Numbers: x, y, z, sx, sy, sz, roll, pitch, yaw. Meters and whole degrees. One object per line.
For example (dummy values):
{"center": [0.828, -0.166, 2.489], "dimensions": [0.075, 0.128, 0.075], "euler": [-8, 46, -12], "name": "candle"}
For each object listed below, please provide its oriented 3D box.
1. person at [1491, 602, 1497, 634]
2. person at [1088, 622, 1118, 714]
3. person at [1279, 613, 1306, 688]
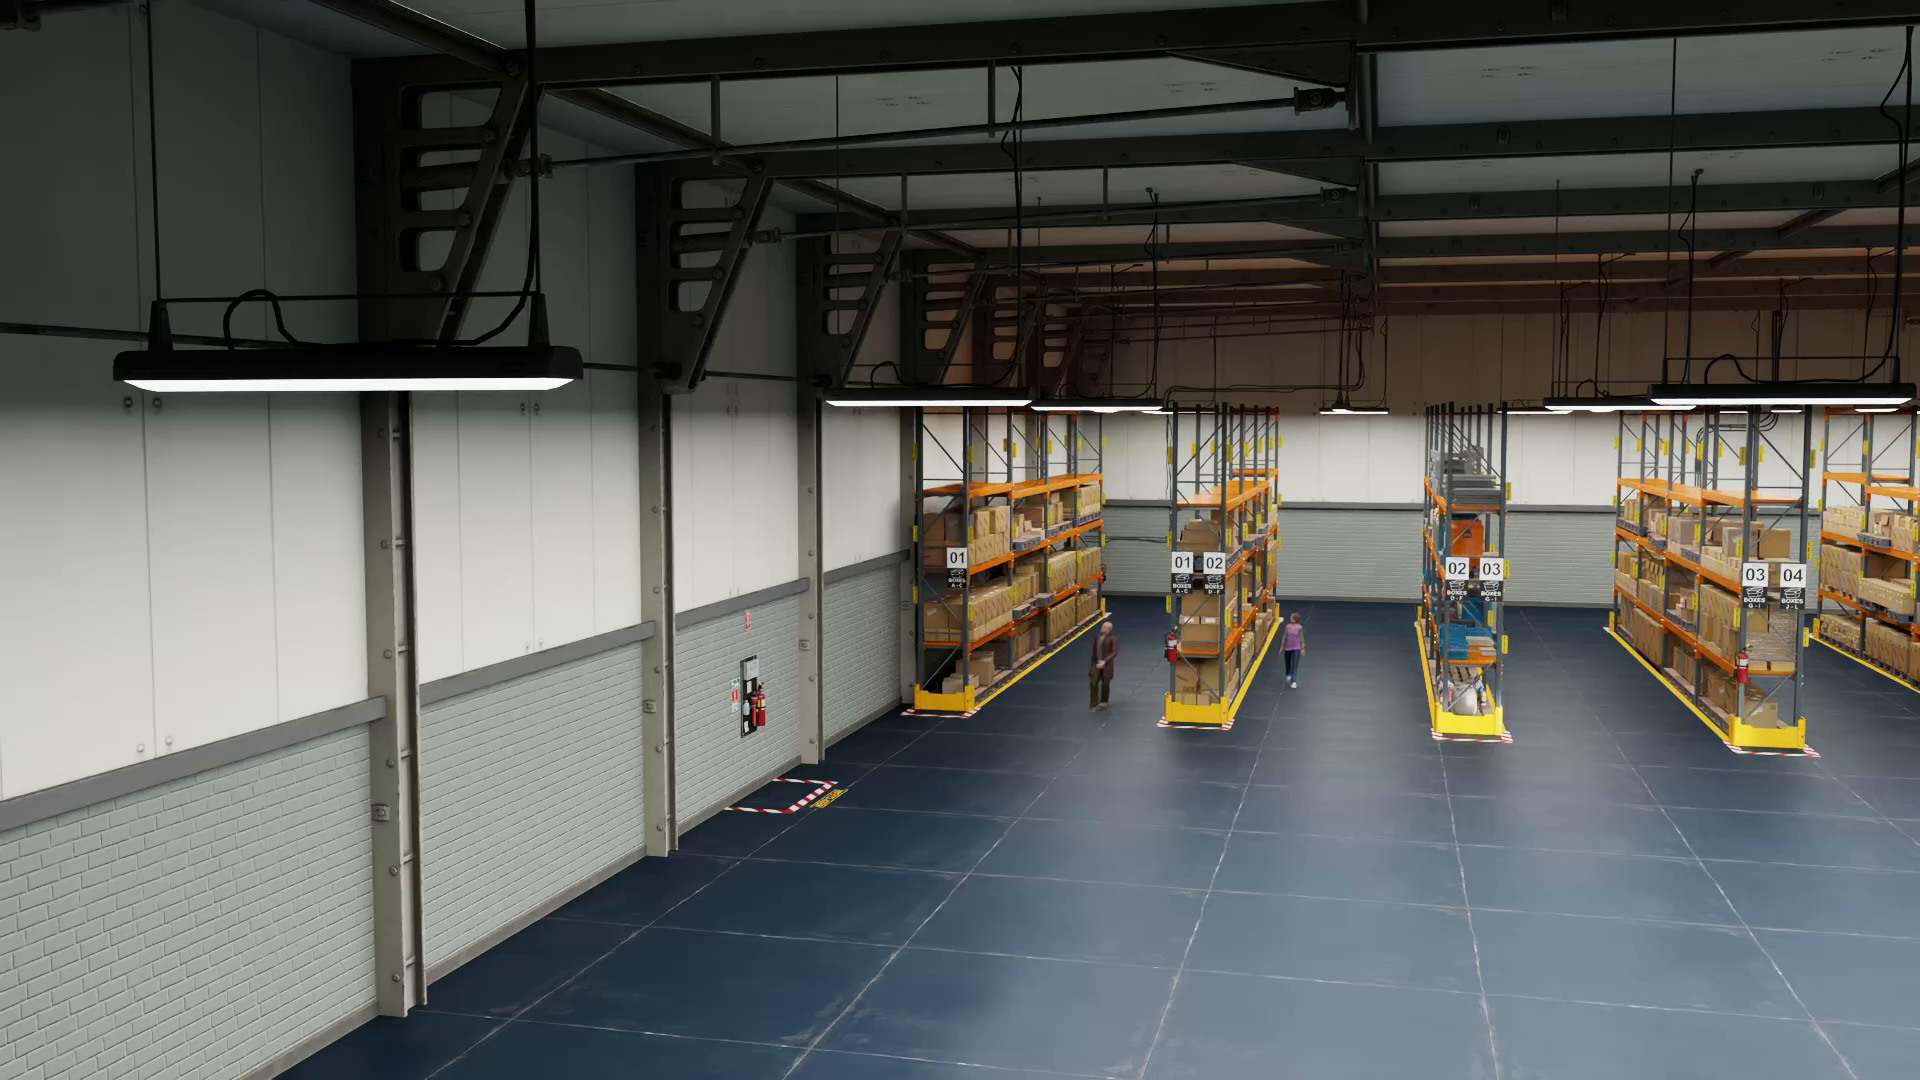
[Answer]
{"center": [14.106, 1.636, 43.954], "dimensions": [0.376, 1.684, 0.514], "euler": [1, 4, 16], "name": "person"}
{"center": [2.791, 2.462, 32.428], "dimensions": [0.582, 1.735, 0.892], "euler": [1, 4, 17], "name": "person"}
{"center": [7.076, 2.324, 35.392], "dimensions": [0.544, 1.555, 0.840], "euler": [1, 4, 10], "name": "person"}
